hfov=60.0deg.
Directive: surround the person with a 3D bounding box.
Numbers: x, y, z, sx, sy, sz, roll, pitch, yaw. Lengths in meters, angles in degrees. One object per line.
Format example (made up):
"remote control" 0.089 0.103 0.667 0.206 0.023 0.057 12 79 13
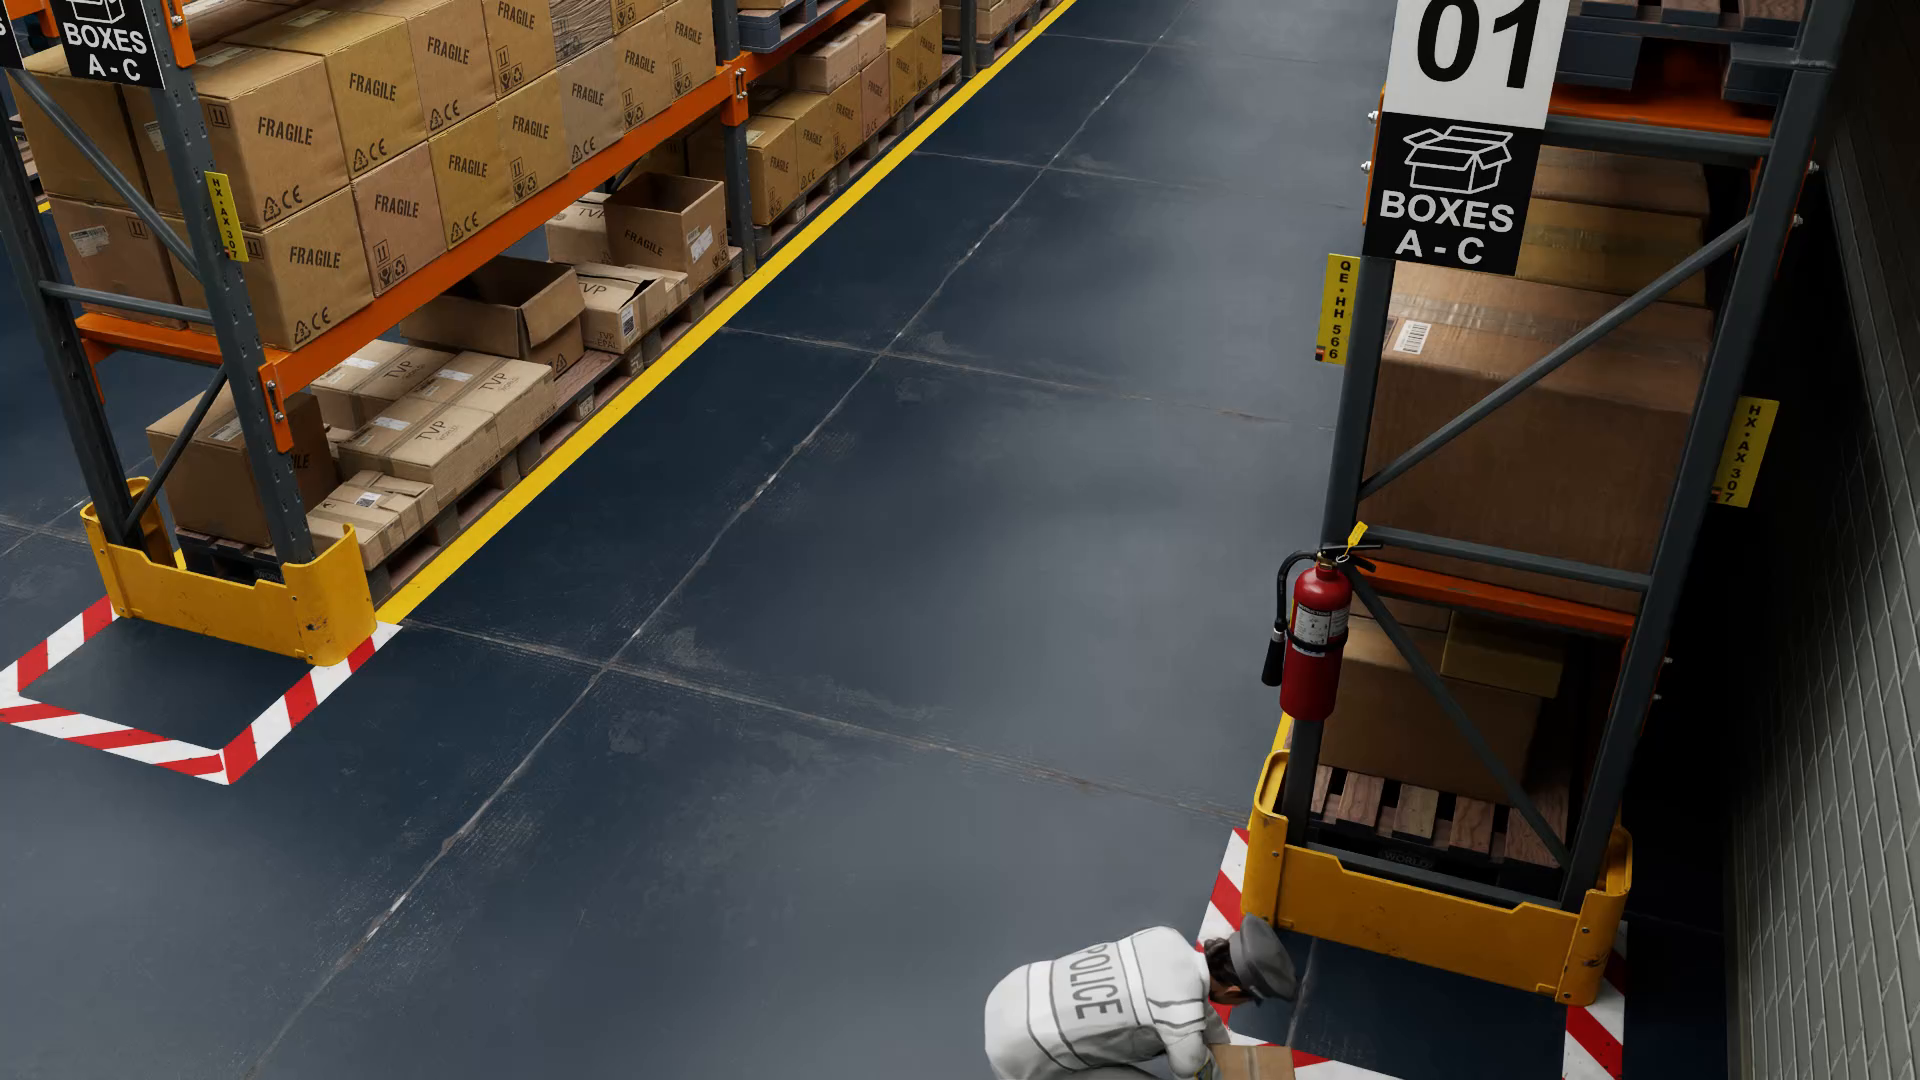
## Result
"person" 0.513 1.435 4.811 0.883 0.831 0.477 1 33 2
